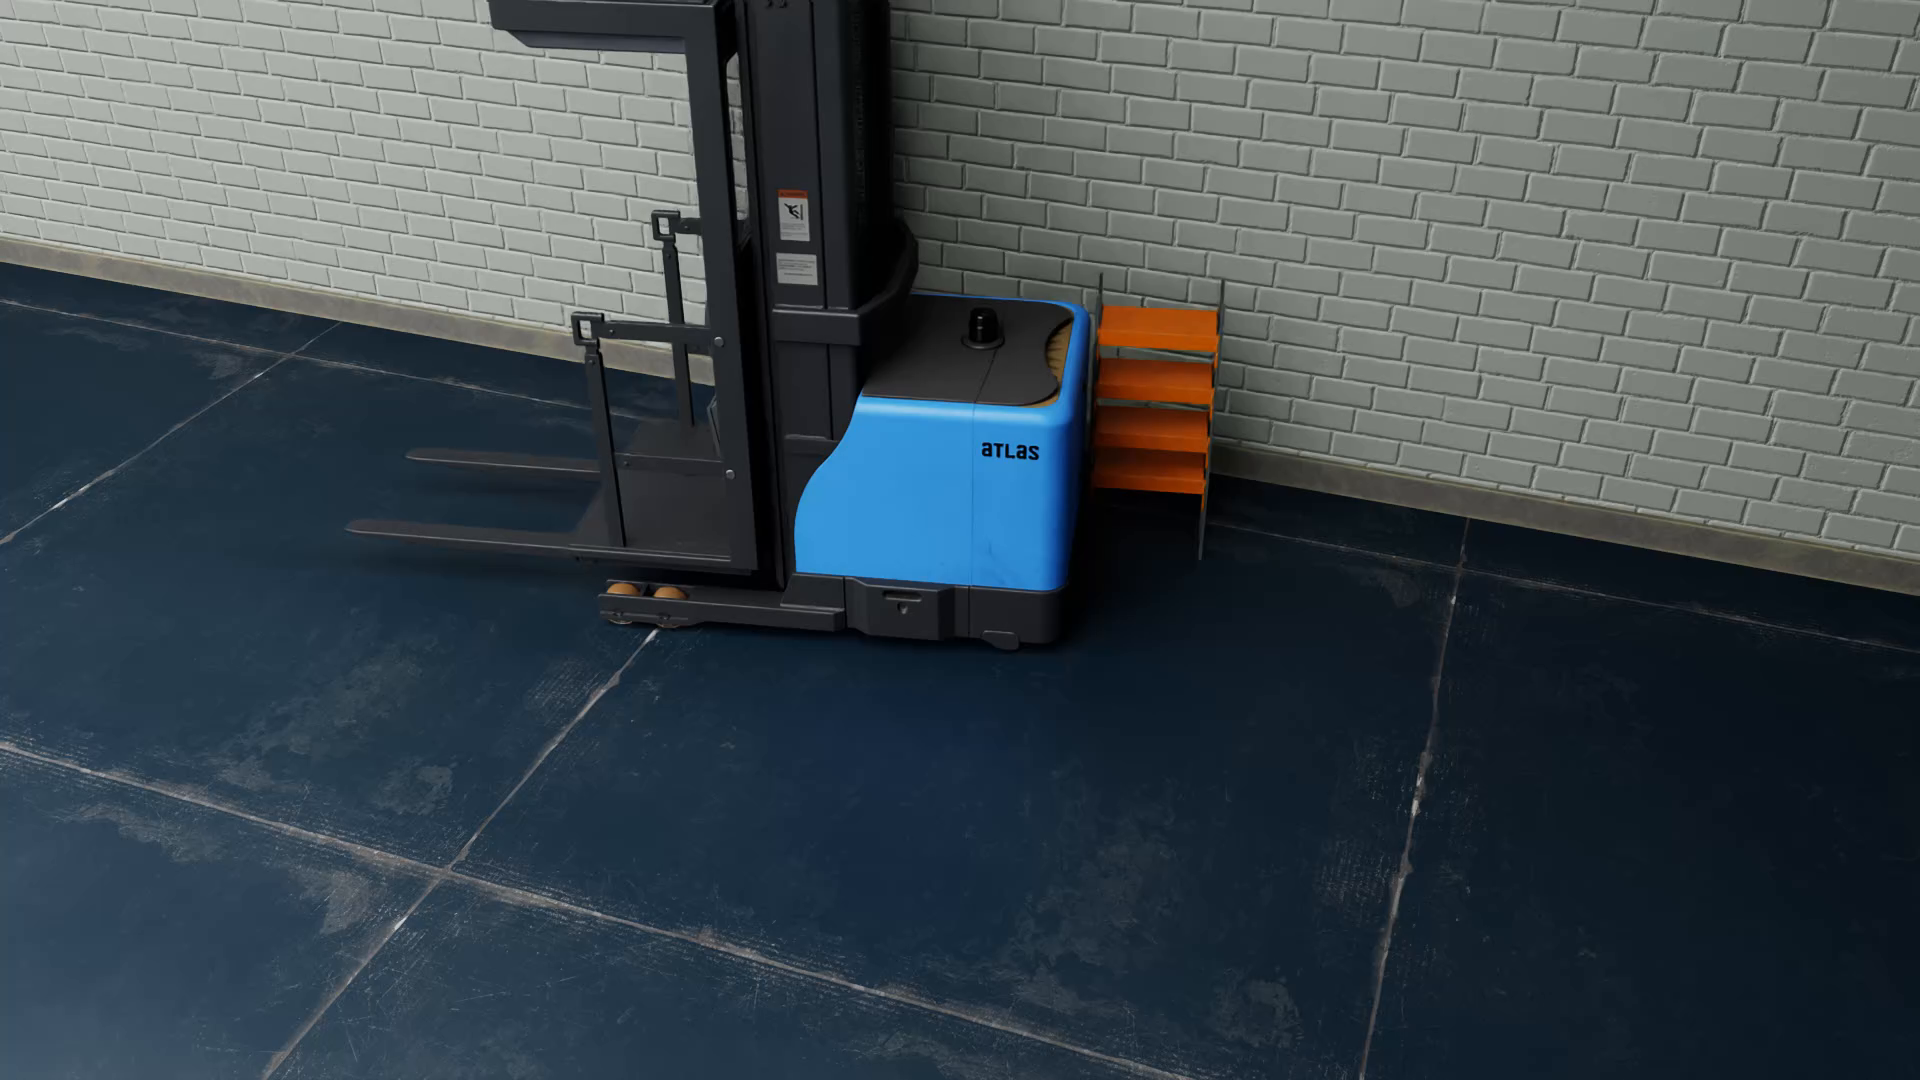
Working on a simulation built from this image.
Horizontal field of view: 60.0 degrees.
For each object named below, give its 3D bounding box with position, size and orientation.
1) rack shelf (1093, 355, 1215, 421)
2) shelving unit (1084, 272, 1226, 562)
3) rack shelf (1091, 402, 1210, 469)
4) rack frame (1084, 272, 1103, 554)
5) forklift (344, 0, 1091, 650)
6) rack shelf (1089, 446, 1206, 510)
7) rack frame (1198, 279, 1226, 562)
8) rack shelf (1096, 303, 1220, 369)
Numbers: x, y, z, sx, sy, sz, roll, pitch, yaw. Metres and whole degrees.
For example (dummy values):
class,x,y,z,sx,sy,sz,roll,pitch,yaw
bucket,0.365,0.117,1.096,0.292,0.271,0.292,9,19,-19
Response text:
class,x,y,z,sx,sy,sz,roll,pitch,yaw
rack shelf,0.798,-0.625,6.824,0.480,0.148,0.258,4,33,6
shelving unit,0.798,-0.494,6.909,0.503,1.200,0.258,4,33,6
rack shelf,0.798,-0.437,6.945,0.480,0.148,0.258,4,33,6
rack frame,0.556,-0.511,6.935,0.015,1.200,0.240,4,33,6
forklift,-1.015,-1.154,6.335,3.031,2.935,1.130,4,33,7
rack shelf,0.798,-0.271,7.053,0.480,0.148,0.258,4,33,6
rack frame,1.040,-0.477,6.883,0.015,1.200,0.240,4,33,6
rack shelf,0.798,-0.824,6.696,0.480,0.148,0.258,4,33,6
